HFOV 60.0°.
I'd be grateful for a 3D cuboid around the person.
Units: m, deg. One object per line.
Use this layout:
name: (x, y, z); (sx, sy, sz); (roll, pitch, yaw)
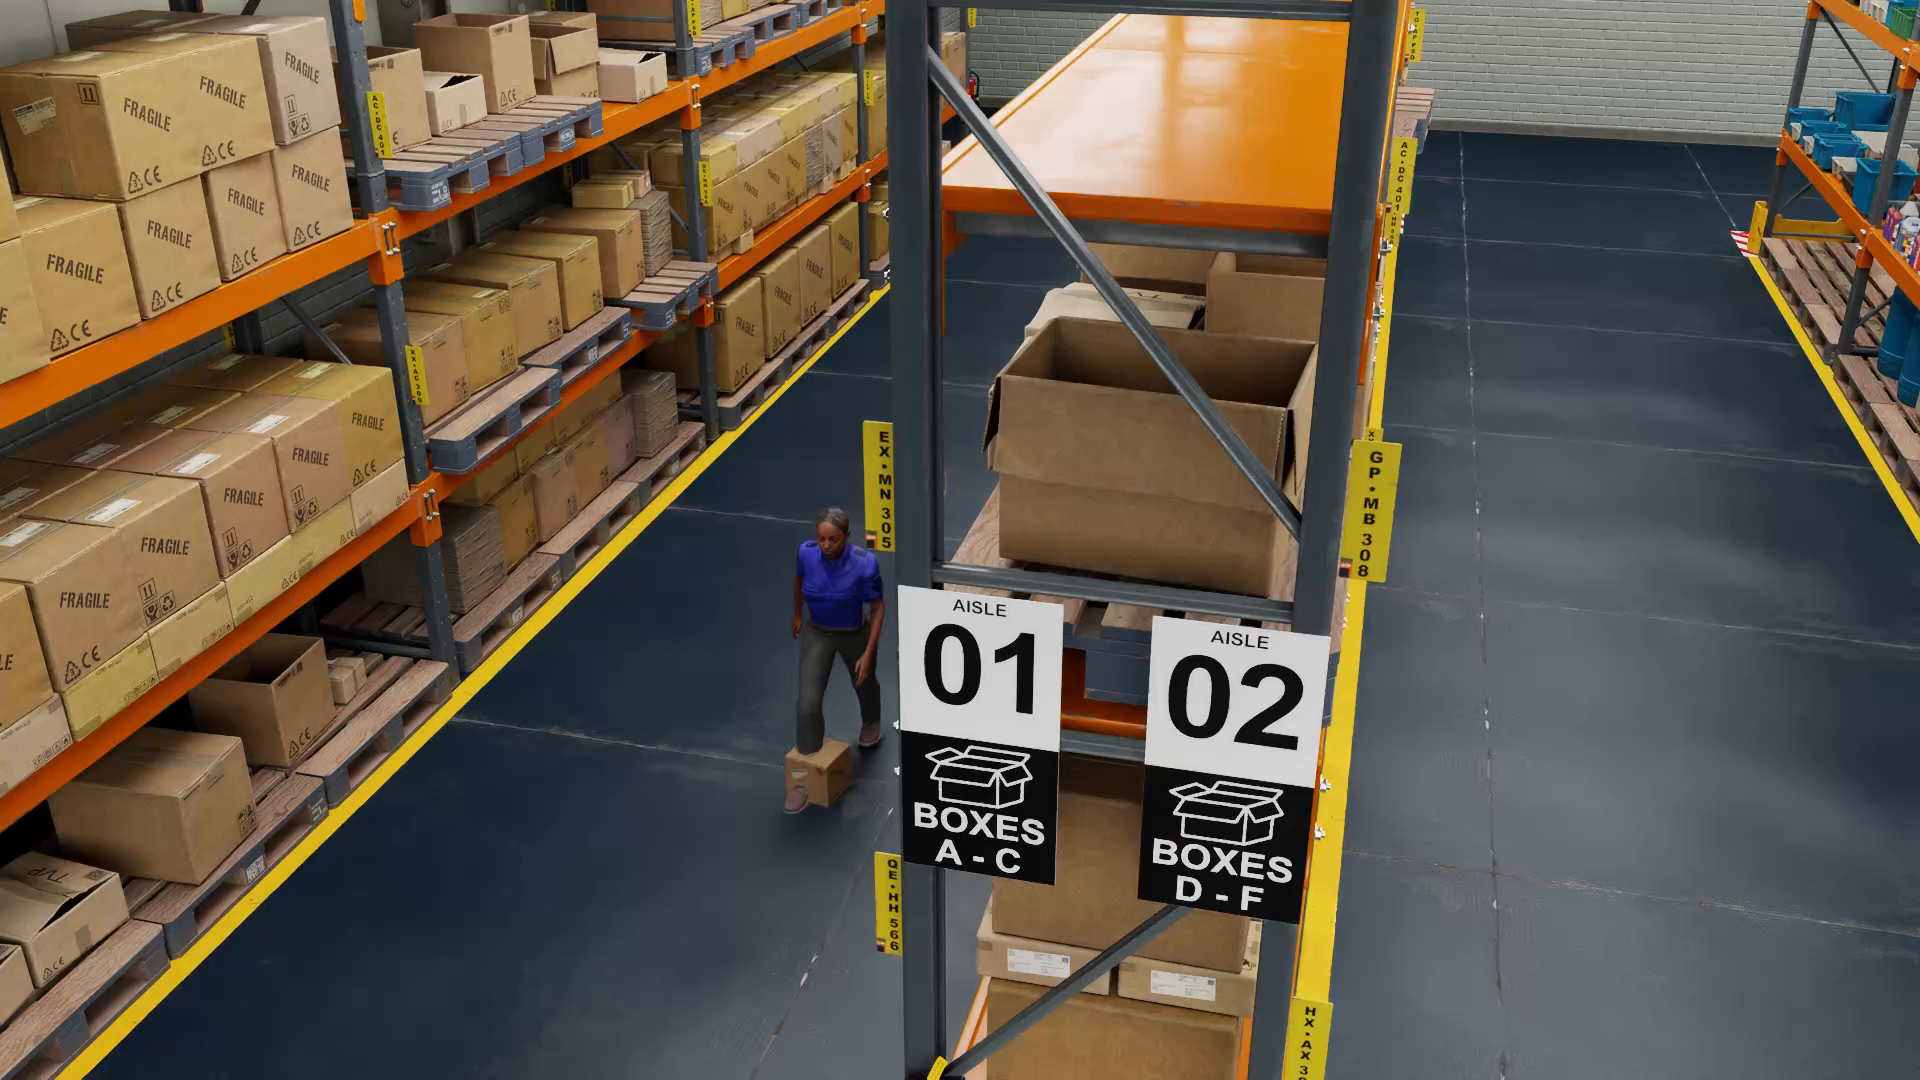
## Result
person: (-0.644, 0.514, 8.608); (0.552, 1.606, 0.927); (4, 26, 7)
